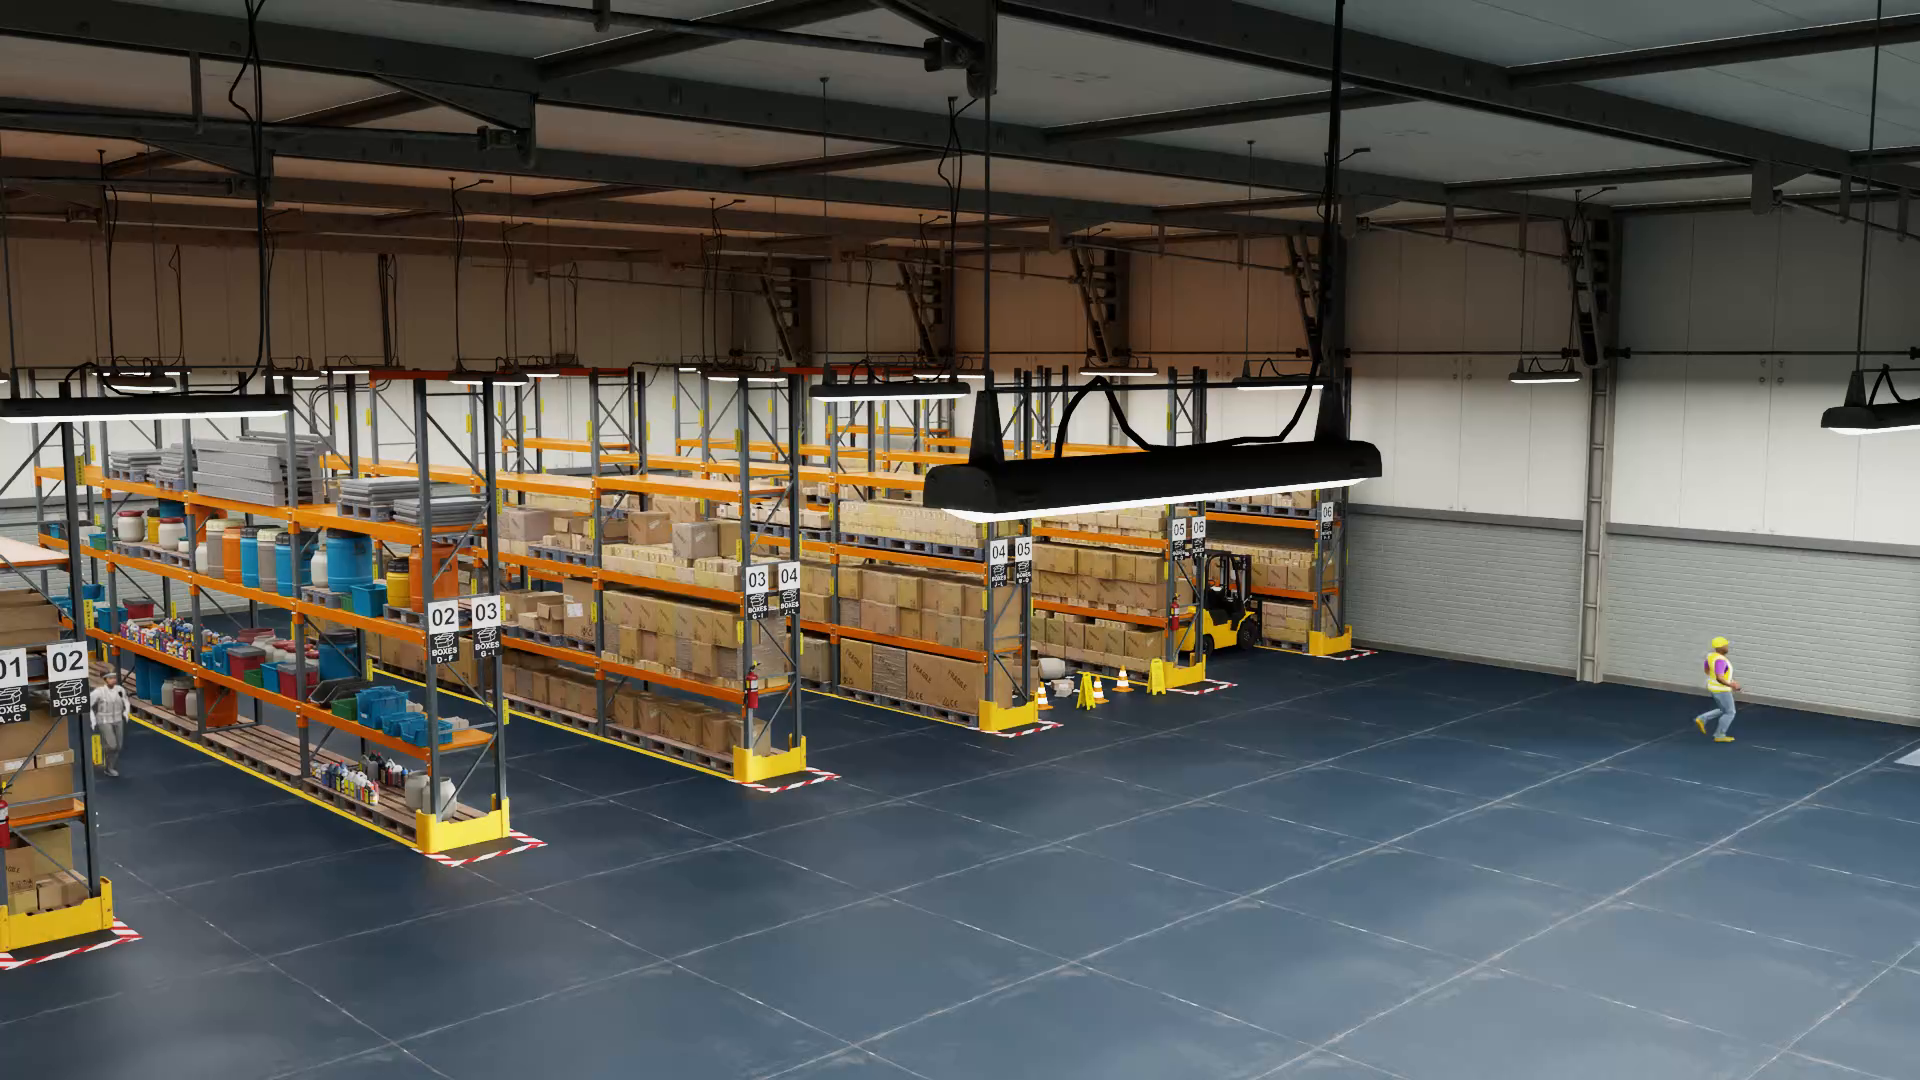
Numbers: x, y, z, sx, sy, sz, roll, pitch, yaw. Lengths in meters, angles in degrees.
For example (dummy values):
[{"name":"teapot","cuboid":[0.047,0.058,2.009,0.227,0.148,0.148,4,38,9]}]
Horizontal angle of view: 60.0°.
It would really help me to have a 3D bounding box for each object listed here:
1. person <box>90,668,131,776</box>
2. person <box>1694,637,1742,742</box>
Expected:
[{"name":"person","cuboid":[-12.656,2.722,24.804,0.575,1.643,0.603,5,8,37]},{"name":"person","cuboid":[12.326,2.428,27.049,0.609,1.717,0.698,1,7,9]}]
